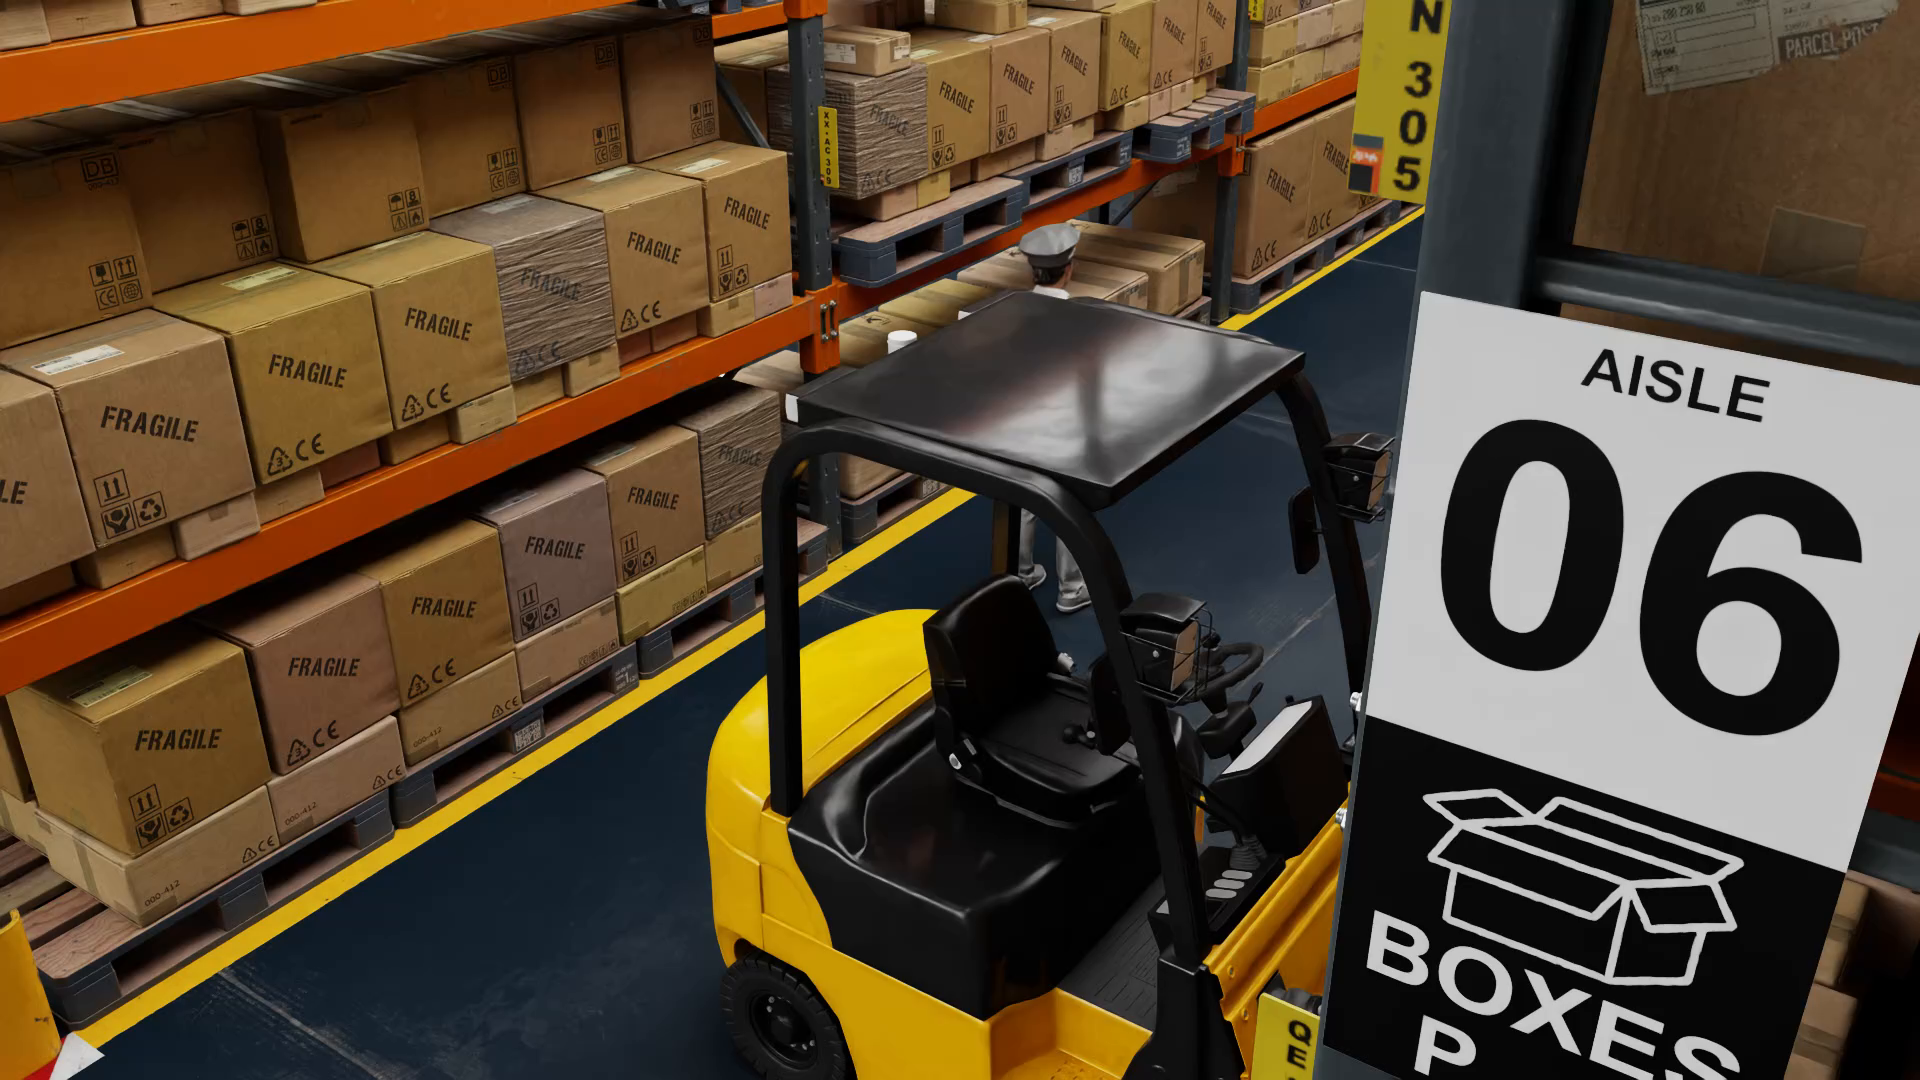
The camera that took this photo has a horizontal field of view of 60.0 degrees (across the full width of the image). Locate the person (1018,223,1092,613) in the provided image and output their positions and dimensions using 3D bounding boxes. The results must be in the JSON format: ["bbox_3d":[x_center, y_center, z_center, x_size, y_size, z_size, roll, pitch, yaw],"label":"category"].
[{"bbox_3d":[0.378,-0.501,7.075,0.504,1.678,0.372,16,31,29],"label":"person"}]
